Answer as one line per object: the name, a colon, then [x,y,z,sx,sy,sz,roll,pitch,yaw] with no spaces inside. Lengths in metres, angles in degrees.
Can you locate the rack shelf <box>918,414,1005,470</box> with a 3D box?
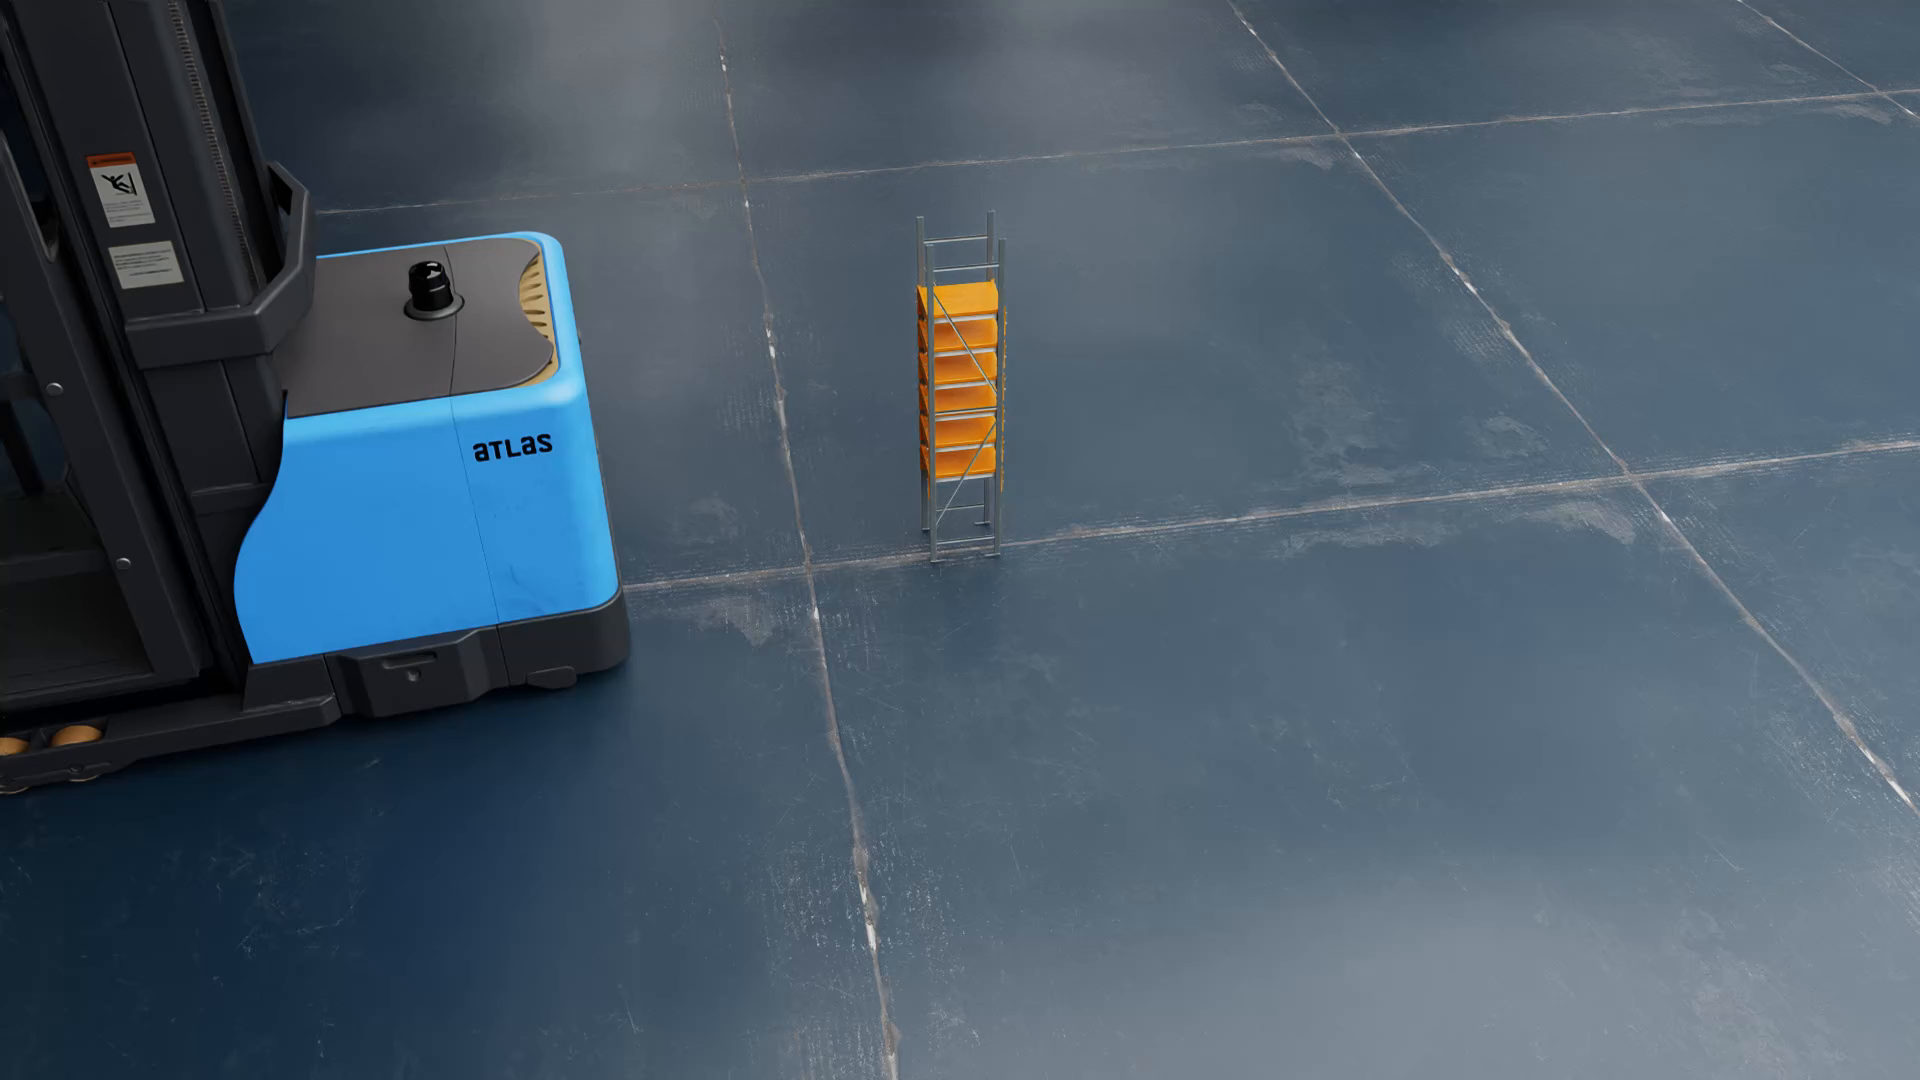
rack shelf: [0.003,-0.335,5.472,0.258,0.103,0.180,-6,38,-8]

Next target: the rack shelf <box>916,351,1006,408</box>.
rack shelf: [0.003,-0.525,5.324,0.258,0.103,0.180,-6,38,-8]

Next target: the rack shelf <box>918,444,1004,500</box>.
rack shelf: [0.003,-0.240,5.545,0.258,0.103,0.180,-6,38,-8]

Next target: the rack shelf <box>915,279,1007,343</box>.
rack shelf: [0.003,-0.714,5.177,0.258,0.103,0.180,-6,38,-8]

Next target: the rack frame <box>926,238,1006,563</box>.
rack frame: [0.019,-0.410,5.300,0.240,1.200,0.006,-6,38,-8]

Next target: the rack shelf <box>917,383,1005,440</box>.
rack shelf: [0.003,-0.430,5.398,0.258,0.103,0.180,-6,38,-8]

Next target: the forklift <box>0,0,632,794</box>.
forklift: [-2.602,-0.784,4.370,3.031,2.935,1.130,-9,39,-12]

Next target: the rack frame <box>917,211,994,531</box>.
rack frame: [-0.013,-0.520,5.442,0.240,1.200,0.006,-6,38,-8]

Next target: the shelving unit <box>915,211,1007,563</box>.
shelving unit: [0.003,-0.465,5.371,0.258,1.200,0.189,-6,38,-8]

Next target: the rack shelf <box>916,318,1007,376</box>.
rack shelf: [0.003,-0.620,5.251,0.258,0.103,0.180,-6,38,-8]
